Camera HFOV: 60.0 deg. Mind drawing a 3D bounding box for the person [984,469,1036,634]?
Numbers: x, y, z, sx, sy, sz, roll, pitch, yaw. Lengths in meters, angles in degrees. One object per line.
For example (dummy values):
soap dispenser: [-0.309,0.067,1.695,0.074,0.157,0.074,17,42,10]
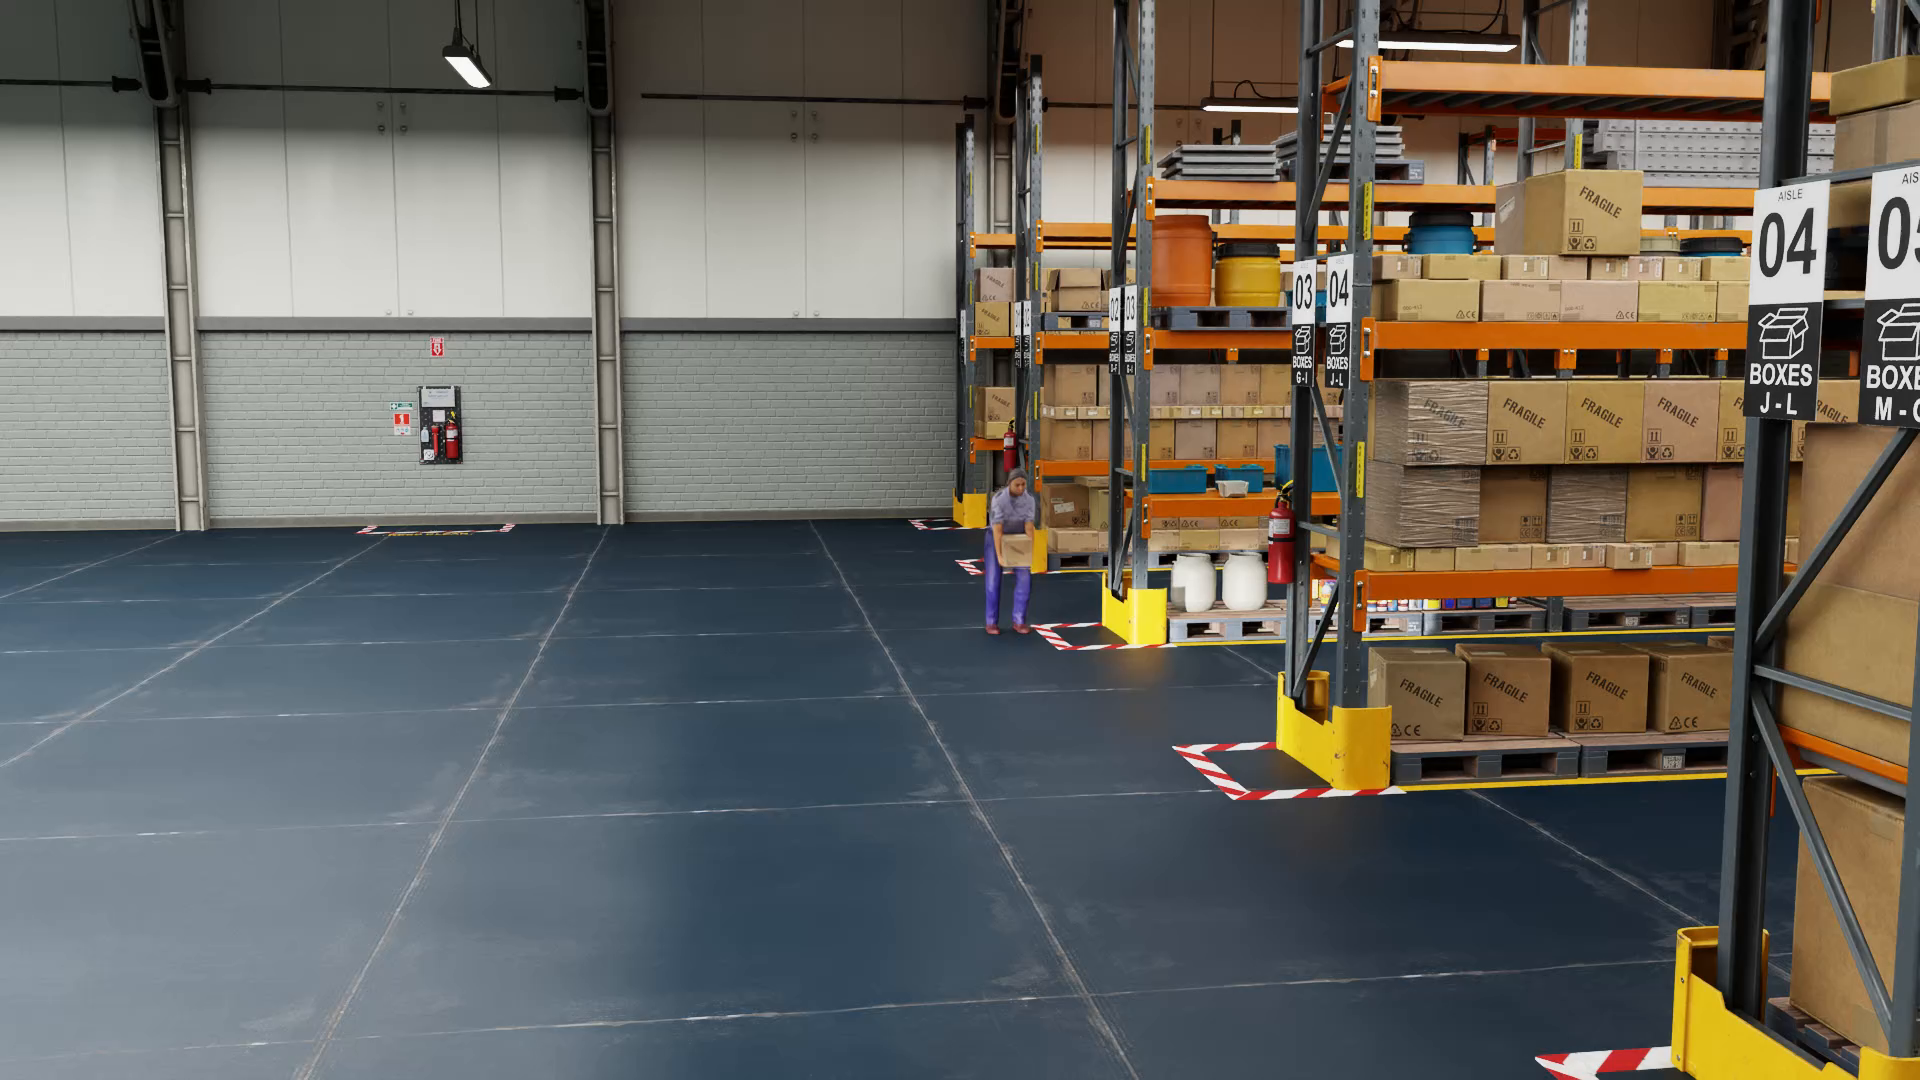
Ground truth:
person: [0.464,0.102,15.457,0.445,1.559,0.599,-2,7,-13]
